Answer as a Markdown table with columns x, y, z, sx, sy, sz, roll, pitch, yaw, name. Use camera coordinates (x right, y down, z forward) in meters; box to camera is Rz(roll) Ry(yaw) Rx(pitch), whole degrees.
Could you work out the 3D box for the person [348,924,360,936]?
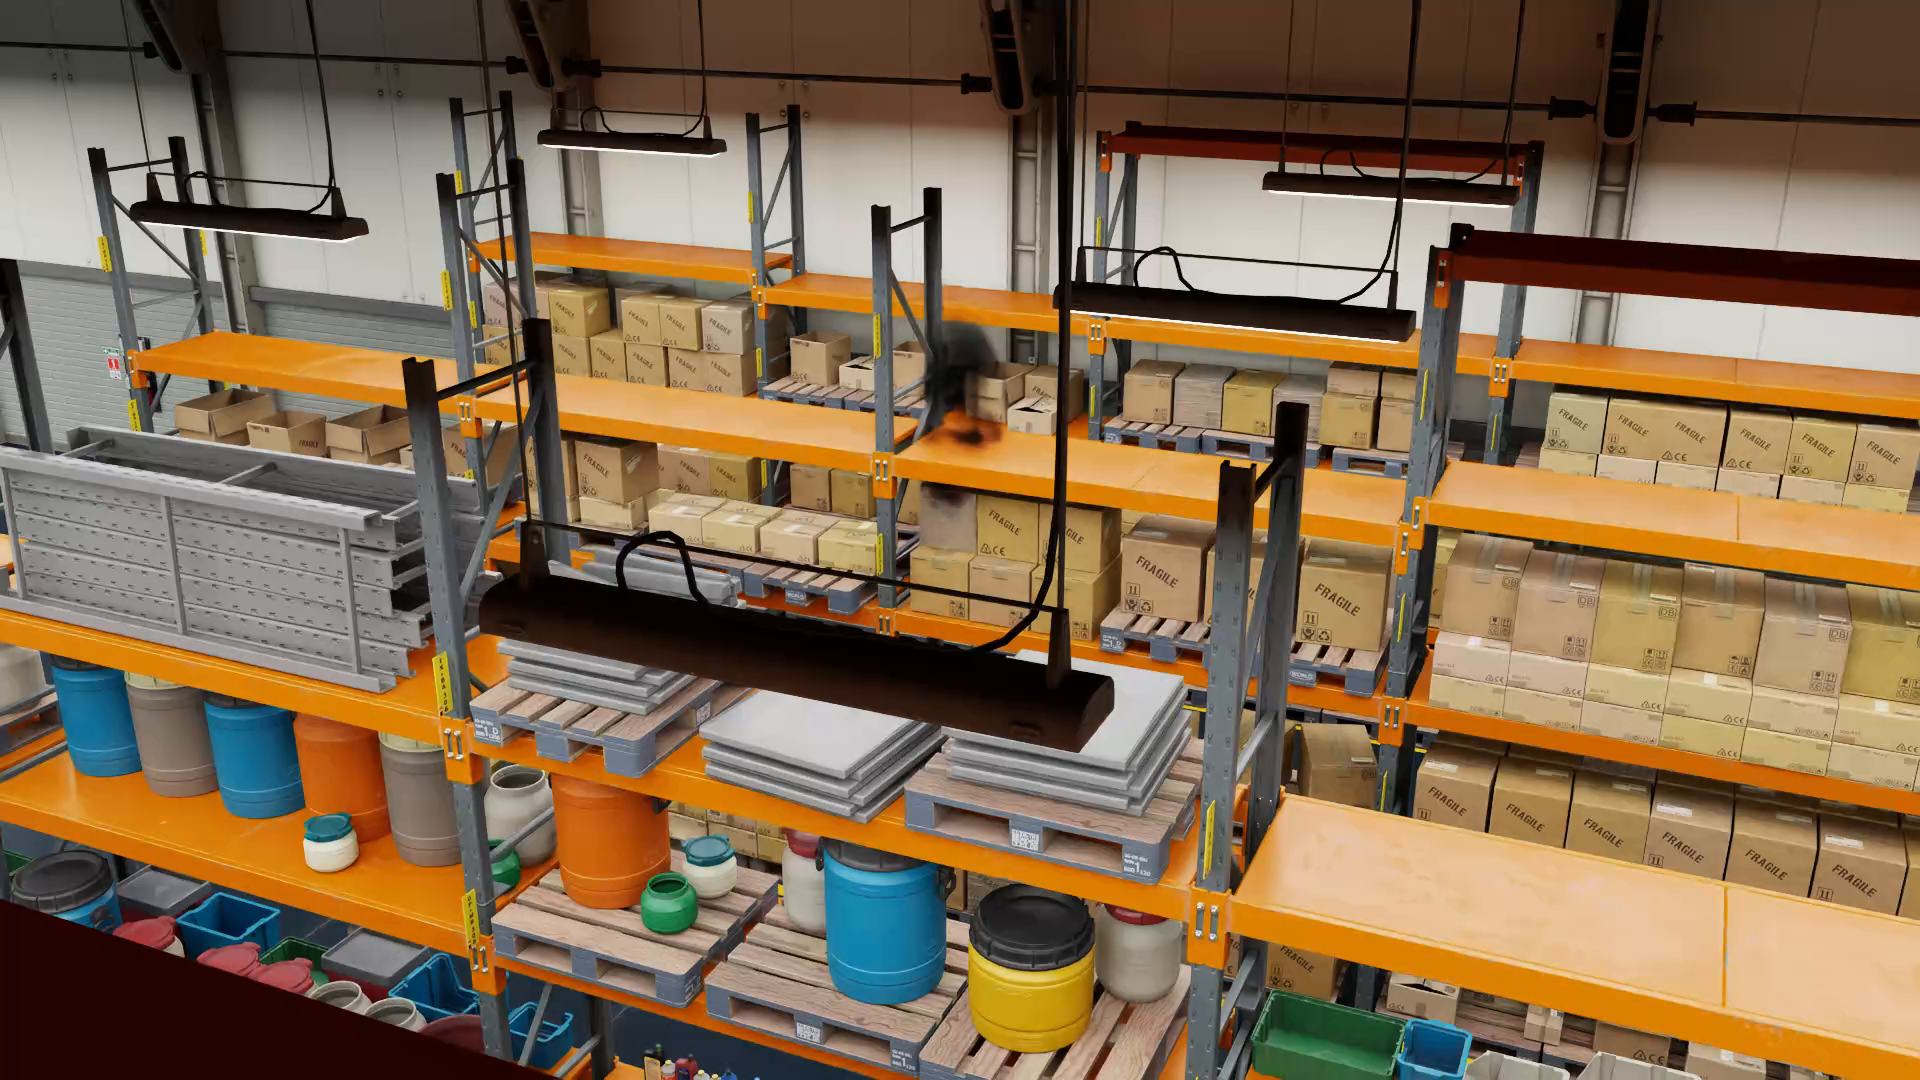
| x | y | z | sx | sy | sz | roll | pitch | yaw | name |
| --- | --- | --- | --- | --- | --- | --- | --- | --- | --- |
| -4.524 | 2.793 | 12.860 | 0.590 | 1.687 | 0.686 | 11 | 23 | 26 | person |
